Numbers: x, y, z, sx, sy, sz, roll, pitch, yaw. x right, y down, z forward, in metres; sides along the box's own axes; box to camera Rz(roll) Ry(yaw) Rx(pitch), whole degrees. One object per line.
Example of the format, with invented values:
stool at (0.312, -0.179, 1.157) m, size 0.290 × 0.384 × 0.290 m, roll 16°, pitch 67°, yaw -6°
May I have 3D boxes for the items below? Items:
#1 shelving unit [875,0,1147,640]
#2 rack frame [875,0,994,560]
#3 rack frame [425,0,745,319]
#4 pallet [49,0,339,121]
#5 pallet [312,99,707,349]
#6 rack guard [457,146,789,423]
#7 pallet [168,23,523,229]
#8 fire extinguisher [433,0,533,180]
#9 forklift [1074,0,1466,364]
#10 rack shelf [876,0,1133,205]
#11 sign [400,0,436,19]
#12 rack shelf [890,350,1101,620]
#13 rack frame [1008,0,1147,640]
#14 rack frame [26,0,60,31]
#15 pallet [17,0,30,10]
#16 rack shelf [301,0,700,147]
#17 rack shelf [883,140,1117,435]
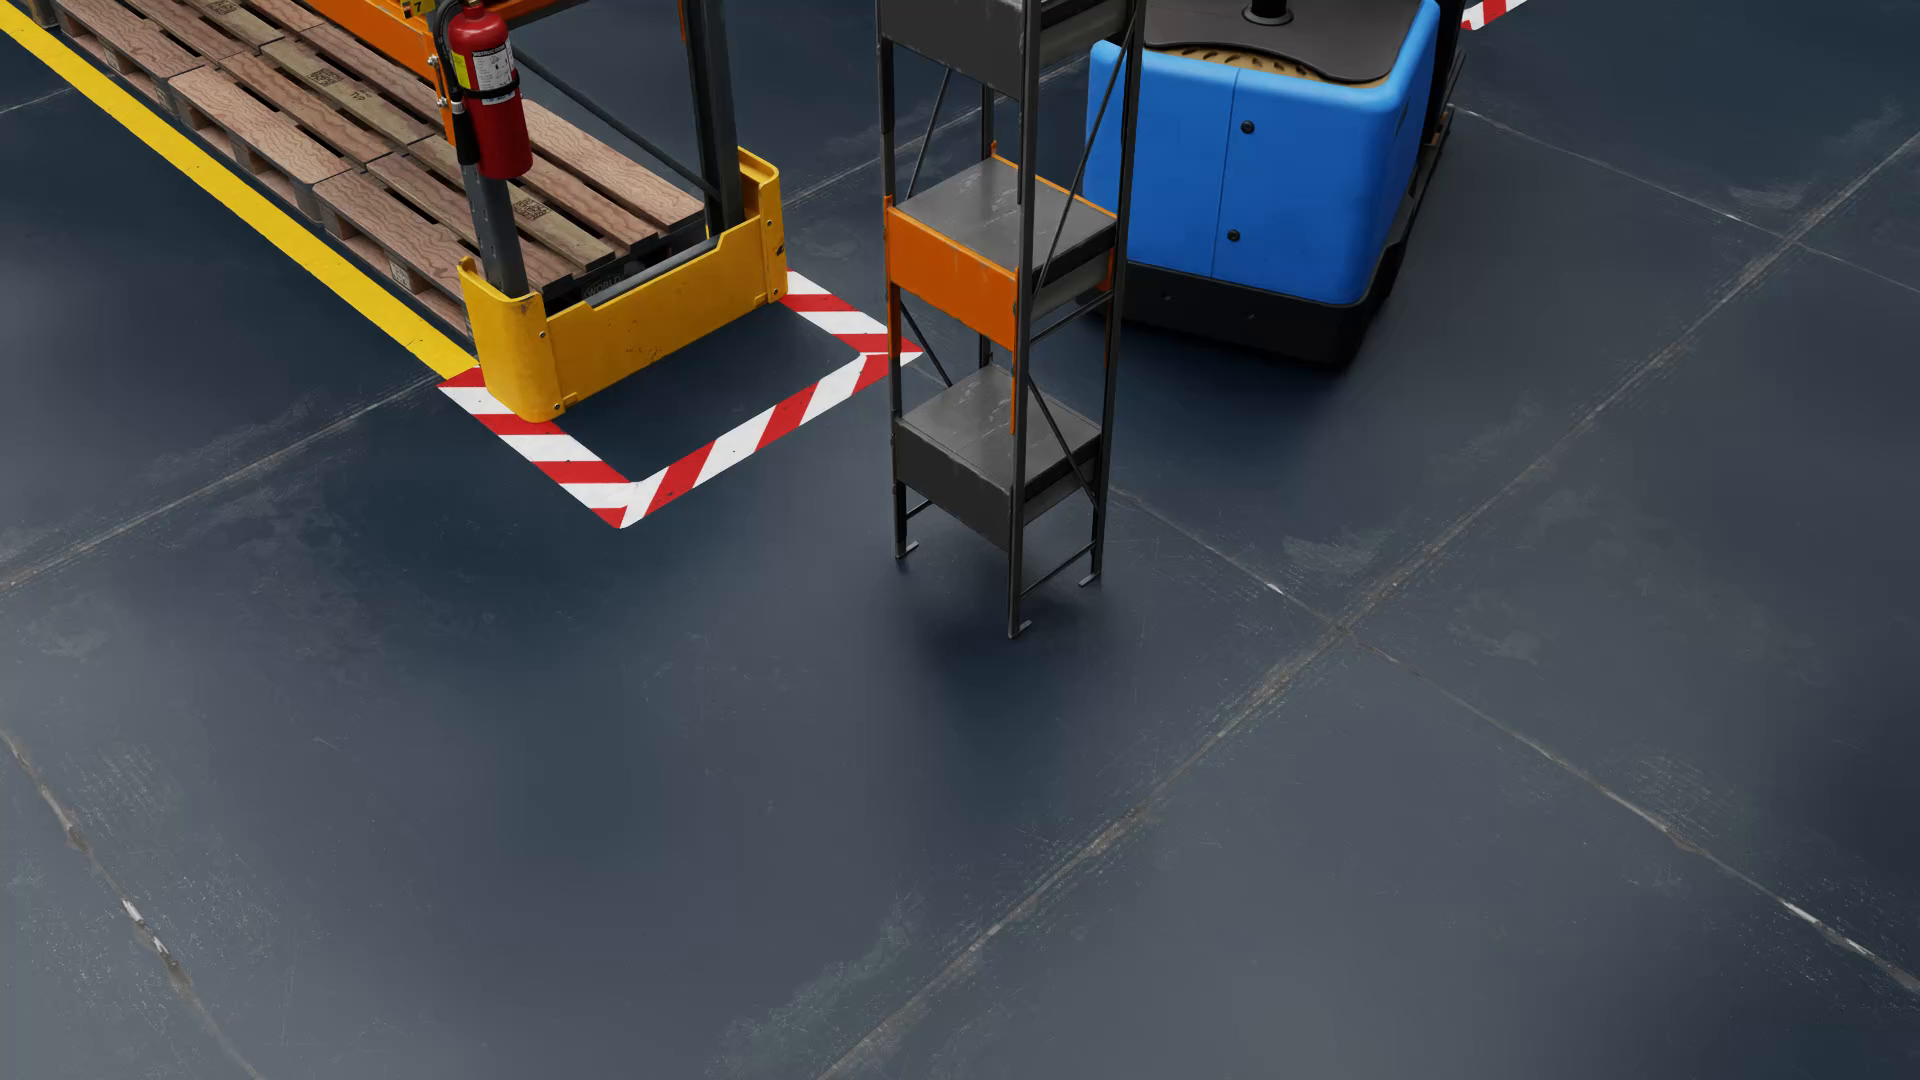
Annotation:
shelving unit at (0.117, -0.692, 4.451) m, size 0.431 × 2.100 × 0.503 m, roll -34°, pitch 53°, yaw -31°
rack frame at (-0.055, -0.809, 4.578) m, size 0.400 × 2.100 × 0.015 m, roll -34°, pitch 53°, yaw -31°
rack frame at (-1.181, -1.850, 5.042) m, size 1.000 × 3.000 × 0.127 m, roll -34°, pitch 53°, yaw -31°
pallet at (-3.459, -2.413, 7.706) m, size 1.003 × 0.211 × 1.213 m, roll -34°, pitch 53°, yaw -31°
pallet at (-1.736, -1.241, 6.437) m, size 1.003 × 0.211 × 1.213 m, roll -34°, pitch 53°, yaw -31°
rack guard at (-1.155, -0.927, 5.884) m, size 1.175 × 0.500 × 0.348 m, roll -34°, pitch 53°, yaw -31°
pallet at (-2.593, -1.827, 7.071) m, size 1.003 × 0.211 × 1.213 m, roll -34°, pitch 53°, yaw -31°
fire extinguisher at (-1.396, -1.394, 4.880) m, size 0.296 × 0.674 × 0.183 m, roll -34°, pitch 53°, yaw -31°
forklift at (1.435, -2.702, 6.014) m, size 1.130 × 2.935 × 3.031 m, roll 15°, pitch 45°, yaw 16°
rack shelf at (0.117, -1.196, 3.986) m, size 0.431 × 0.518 × 0.480 m, roll -34°, pitch 53°, yaw -31°
sign at (-1.559, -1.638, 4.693) m, size 0.100 × 0.325 × 0.005 m, roll -34°, pitch 53°, yaw -31°
rack shelf at (0.117, -0.168, 4.936) m, size 0.431 × 0.518 × 0.480 m, roll -34°, pitch 53°, yaw -31°
rack frame at (0.289, -0.574, 4.324) m, size 0.400 × 2.100 × 0.015 m, roll -34°, pitch 53°, yaw -31°
rack frame at (-4.005, -3.772, 7.122) m, size 1.000 × 3.000 × 0.127 m, roll -34°, pitch 53°, yaw -31°
pallet at (-4.521, -3.139, 8.491) m, size 1.003 × 0.211 × 1.213 m, roll -34°, pitch 53°, yaw -31°
rack shelf at (-2.593, -2.547, 6.326) m, size 1.077 × 0.370 × 4.000 m, roll -34°, pitch 53°, yaw -31°
rack shelf at (0.117, -0.682, 4.461) m, size 0.431 × 0.518 × 0.480 m, roll -34°, pitch 53°, yaw -31°
